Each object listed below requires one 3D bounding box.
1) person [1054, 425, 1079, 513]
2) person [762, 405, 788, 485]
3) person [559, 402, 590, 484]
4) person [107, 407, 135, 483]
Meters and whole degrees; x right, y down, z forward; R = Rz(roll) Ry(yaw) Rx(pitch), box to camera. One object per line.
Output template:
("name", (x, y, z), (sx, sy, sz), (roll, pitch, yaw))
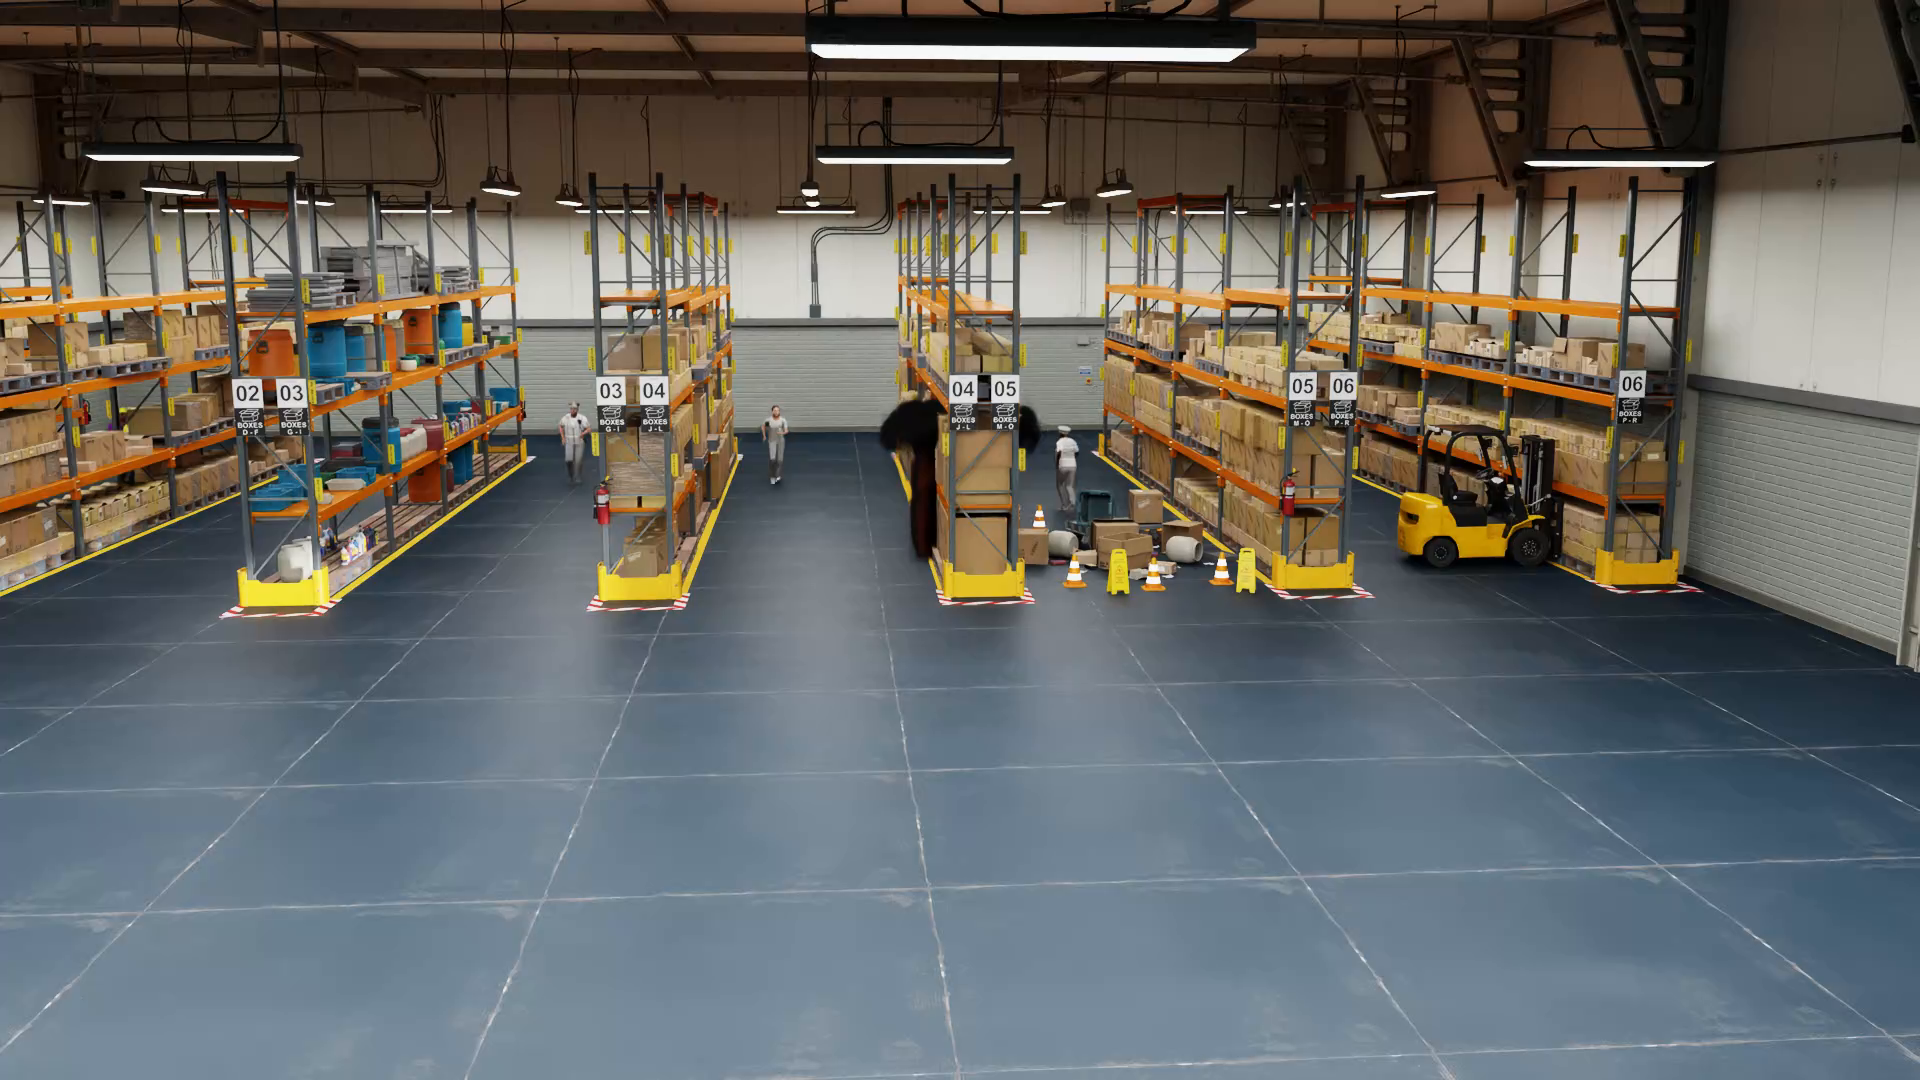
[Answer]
("person", (2.058, -1.324, 31.463), (0.556, 1.647, 0.797), (-4, 11, -19))
("person", (-3.917, -2.022, 35.342), (0.543, 1.689, 0.704), (-2, 10, -12))
("person", (-8.187, -2.054, 35.344), (0.667, 1.775, 0.661), (-2, 10, -9))
("person", (-17.202, -1.861, 34.147), (0.699, 1.722, 0.636), (-2, 10, -9))
